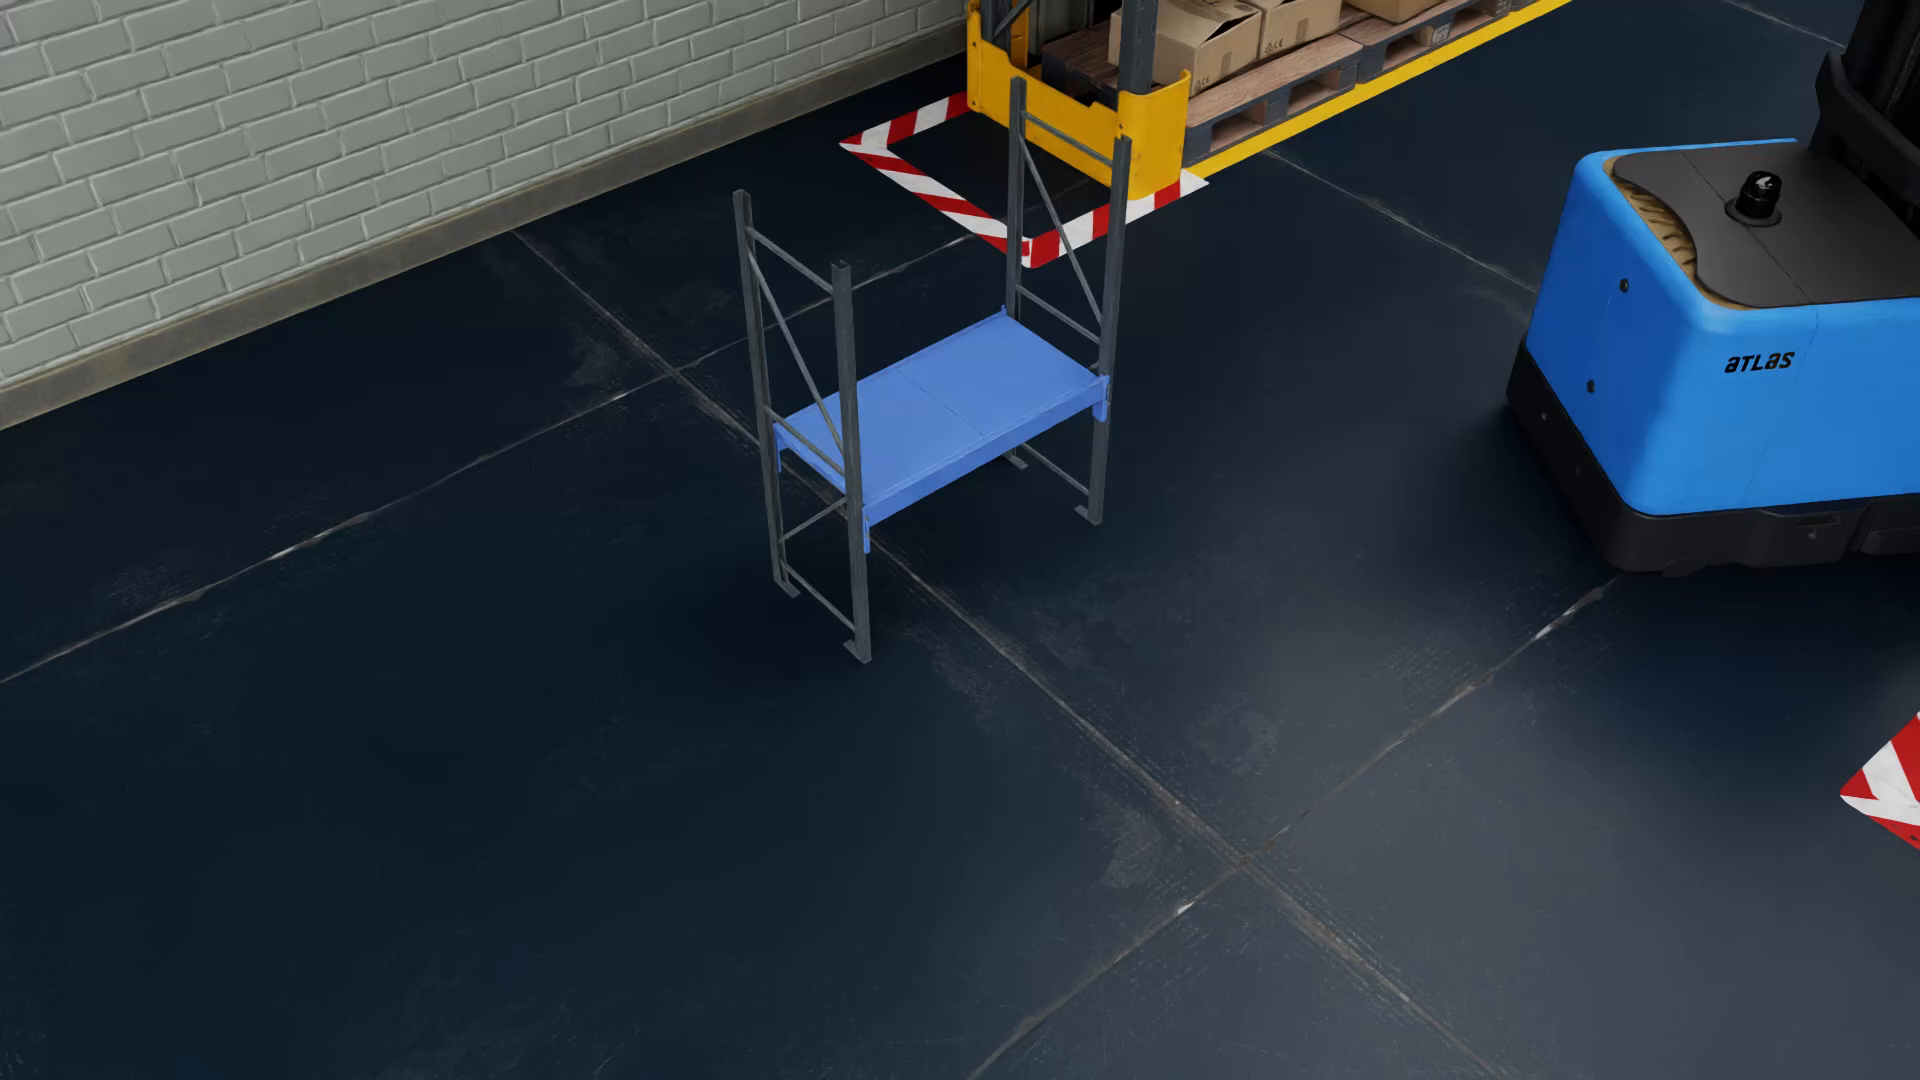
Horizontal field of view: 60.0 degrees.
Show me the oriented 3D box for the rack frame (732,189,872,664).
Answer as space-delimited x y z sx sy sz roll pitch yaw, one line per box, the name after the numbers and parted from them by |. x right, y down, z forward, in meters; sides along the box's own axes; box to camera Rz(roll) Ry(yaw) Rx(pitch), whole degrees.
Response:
-0.455 -0.286 4.959 0.032 1.500 0.500 -30 51 -28 | rack frame

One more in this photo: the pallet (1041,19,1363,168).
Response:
1.159 -2.282 8.025 1.213 0.211 1.003 -30 51 -28 | pallet

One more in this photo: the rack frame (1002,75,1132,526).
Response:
0.325 -0.732 5.434 0.032 1.500 0.500 -30 51 -28 | rack frame

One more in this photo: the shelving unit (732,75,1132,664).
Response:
-0.065 -0.509 5.197 1.048 1.500 0.538 -30 51 -28 | shelving unit

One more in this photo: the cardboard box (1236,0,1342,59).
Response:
1.480 -2.614 7.985 0.500 0.311 0.500 -26 49 -25 | cardboard box

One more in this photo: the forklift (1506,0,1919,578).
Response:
3.600 -1.391 5.090 3.031 2.935 1.130 -5 43 -5 | forklift

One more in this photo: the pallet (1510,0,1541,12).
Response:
3.030 -3.354 9.167 1.213 0.211 1.003 -30 51 -28 | pallet

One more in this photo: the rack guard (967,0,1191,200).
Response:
0.513 -2.049 7.566 0.348 0.500 1.175 -30 51 -28 | rack guard

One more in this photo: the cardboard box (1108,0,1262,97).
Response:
1.043 -2.364 7.718 0.500 0.311 0.500 33 52 30 | cardboard box

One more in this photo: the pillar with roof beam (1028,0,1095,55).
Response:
3.198 -3.615 3.025 0.400 9.000 9.100 -30 51 -28 | pillar with roof beam

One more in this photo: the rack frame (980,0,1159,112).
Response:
0.454 -2.927 6.675 0.127 3.000 1.000 -30 51 -28 | rack frame

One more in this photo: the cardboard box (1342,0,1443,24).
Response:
2.075 -2.979 8.235 0.500 0.500 0.700 -33 52 -30 | cardboard box

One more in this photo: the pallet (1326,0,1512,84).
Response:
2.094 -2.815 8.593 1.213 0.211 1.003 -30 51 -28 | pallet

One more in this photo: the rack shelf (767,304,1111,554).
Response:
-0.065 -0.378 5.320 1.000 0.185 0.538 -30 51 -28 | rack shelf
